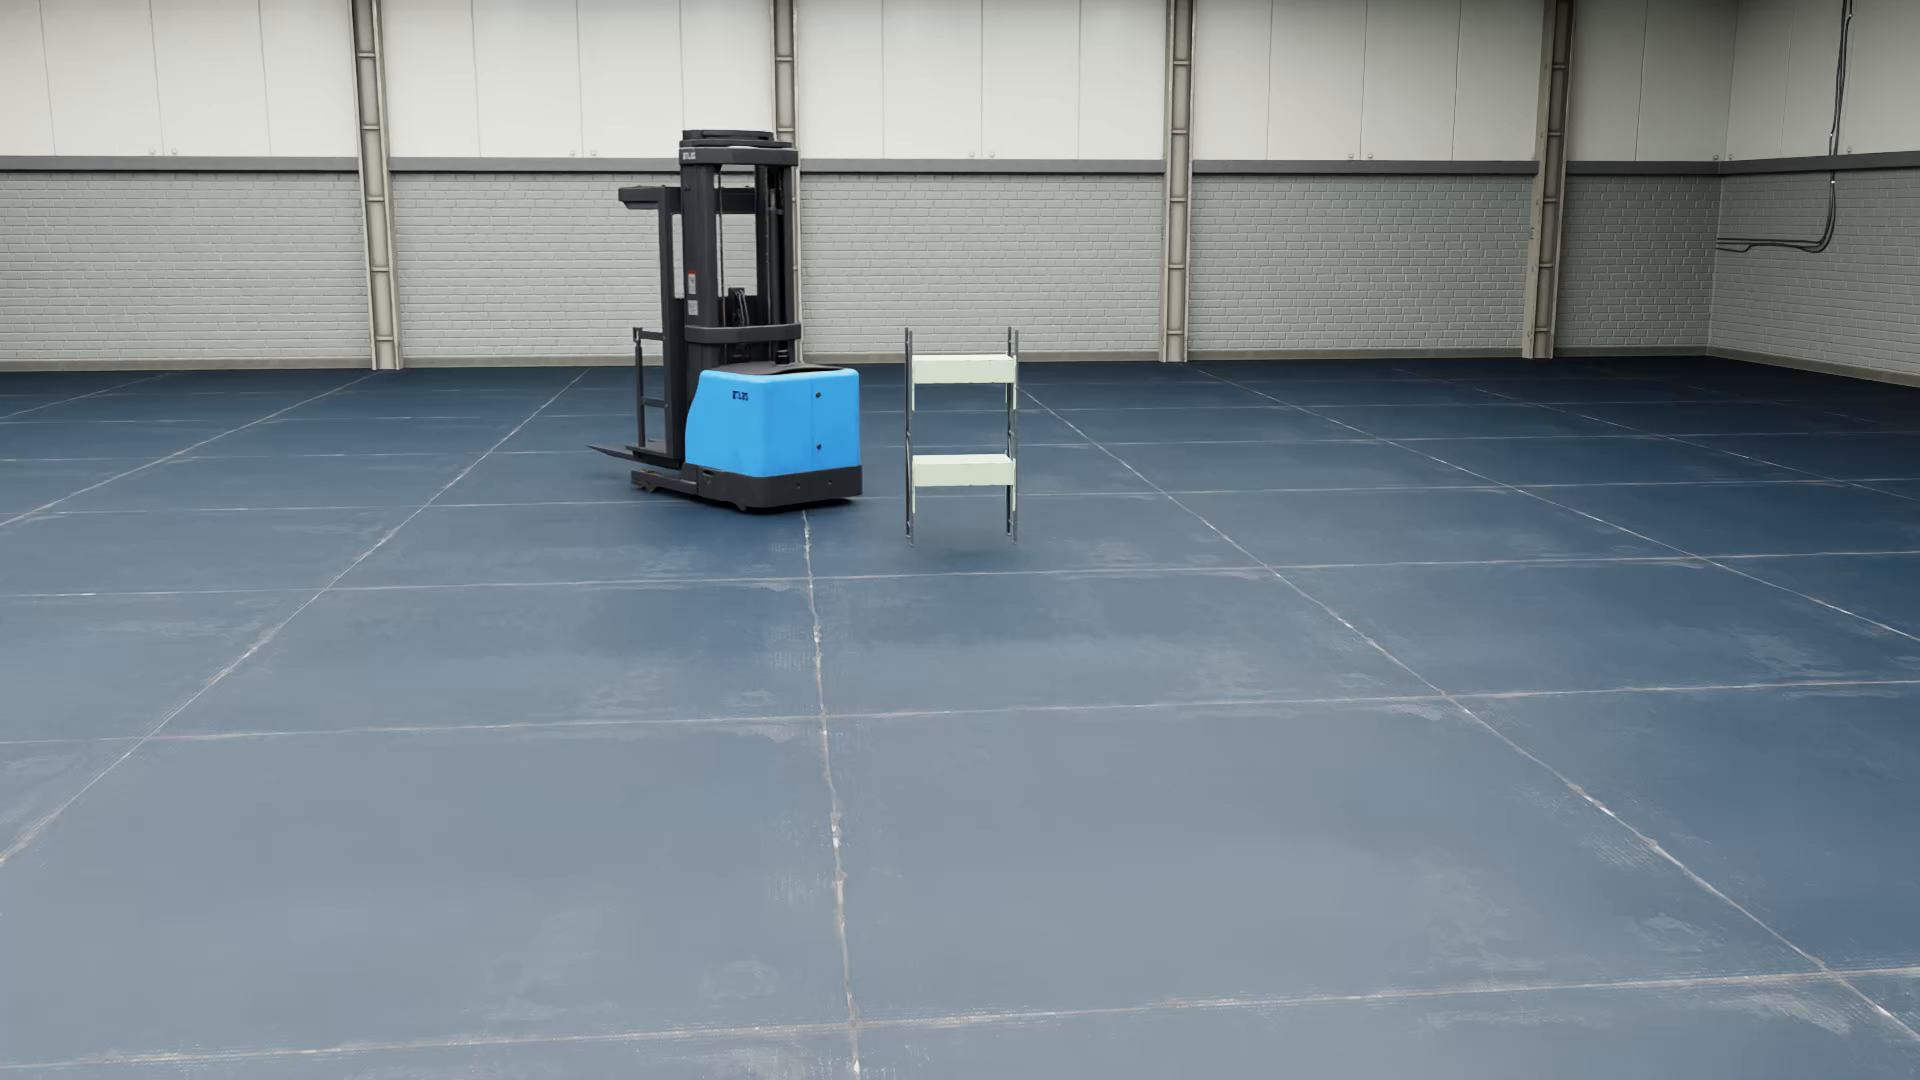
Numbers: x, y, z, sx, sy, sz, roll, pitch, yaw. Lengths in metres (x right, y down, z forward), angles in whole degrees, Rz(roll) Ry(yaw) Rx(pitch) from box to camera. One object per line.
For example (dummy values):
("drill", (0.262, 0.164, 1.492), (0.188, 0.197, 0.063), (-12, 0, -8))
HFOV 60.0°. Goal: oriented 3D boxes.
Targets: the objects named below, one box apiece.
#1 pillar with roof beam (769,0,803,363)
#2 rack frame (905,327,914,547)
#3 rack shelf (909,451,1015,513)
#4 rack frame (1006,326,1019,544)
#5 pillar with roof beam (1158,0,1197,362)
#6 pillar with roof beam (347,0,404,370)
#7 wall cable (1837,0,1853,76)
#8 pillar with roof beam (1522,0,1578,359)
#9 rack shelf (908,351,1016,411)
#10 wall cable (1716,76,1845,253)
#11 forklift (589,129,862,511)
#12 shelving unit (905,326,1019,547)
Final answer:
("pillar with roof beam", (-2.147, -6.286, 20.513), (0.400, 9.000, 9.100), (-1, 11, -6))
("rack frame", (-0.357, -0.728, 11.685), (0.023, 1.500, 0.400), (-1, 11, -6))
("rack shelf", (0.007, -0.416, 11.787), (0.720, 0.370, 0.431), (-1, 11, -6))
("rack frame", (0.371, -0.744, 11.763), (0.023, 1.500, 0.400), (-1, 11, -6))
("pillar with roof beam", (3.818, -6.411, 21.149), (0.400, 9.000, 9.100), (-1, 11, -6))
("pillar with roof beam", (-8.112, -6.161, 19.878), (0.400, 9.000, 9.100), (-1, 11, -6))
("wall cable", (12.682, -7.605, 22.180), (0.112, 2.526, 3.097), (-1, 11, -6))
("pillar with roof beam", (9.783, -6.536, 21.785), (0.400, 9.000, 9.100), (-1, 11, -6))
("rack shelf", (0.007, -1.119, 11.649), (0.720, 0.370, 0.431), (-1, 11, -6))
("wall cable", (12.390, -5.645, 25.306), (0.112, 2.526, 3.097), (-1, 11, -6))
("forklift", (-2.126, -1.892, 13.895), (1.130, 2.935, 3.031), (-9, 15, -40))
("shelving unit", (0.007, -0.736, 11.724), (0.755, 1.500, 0.431), (-1, 11, -6))
